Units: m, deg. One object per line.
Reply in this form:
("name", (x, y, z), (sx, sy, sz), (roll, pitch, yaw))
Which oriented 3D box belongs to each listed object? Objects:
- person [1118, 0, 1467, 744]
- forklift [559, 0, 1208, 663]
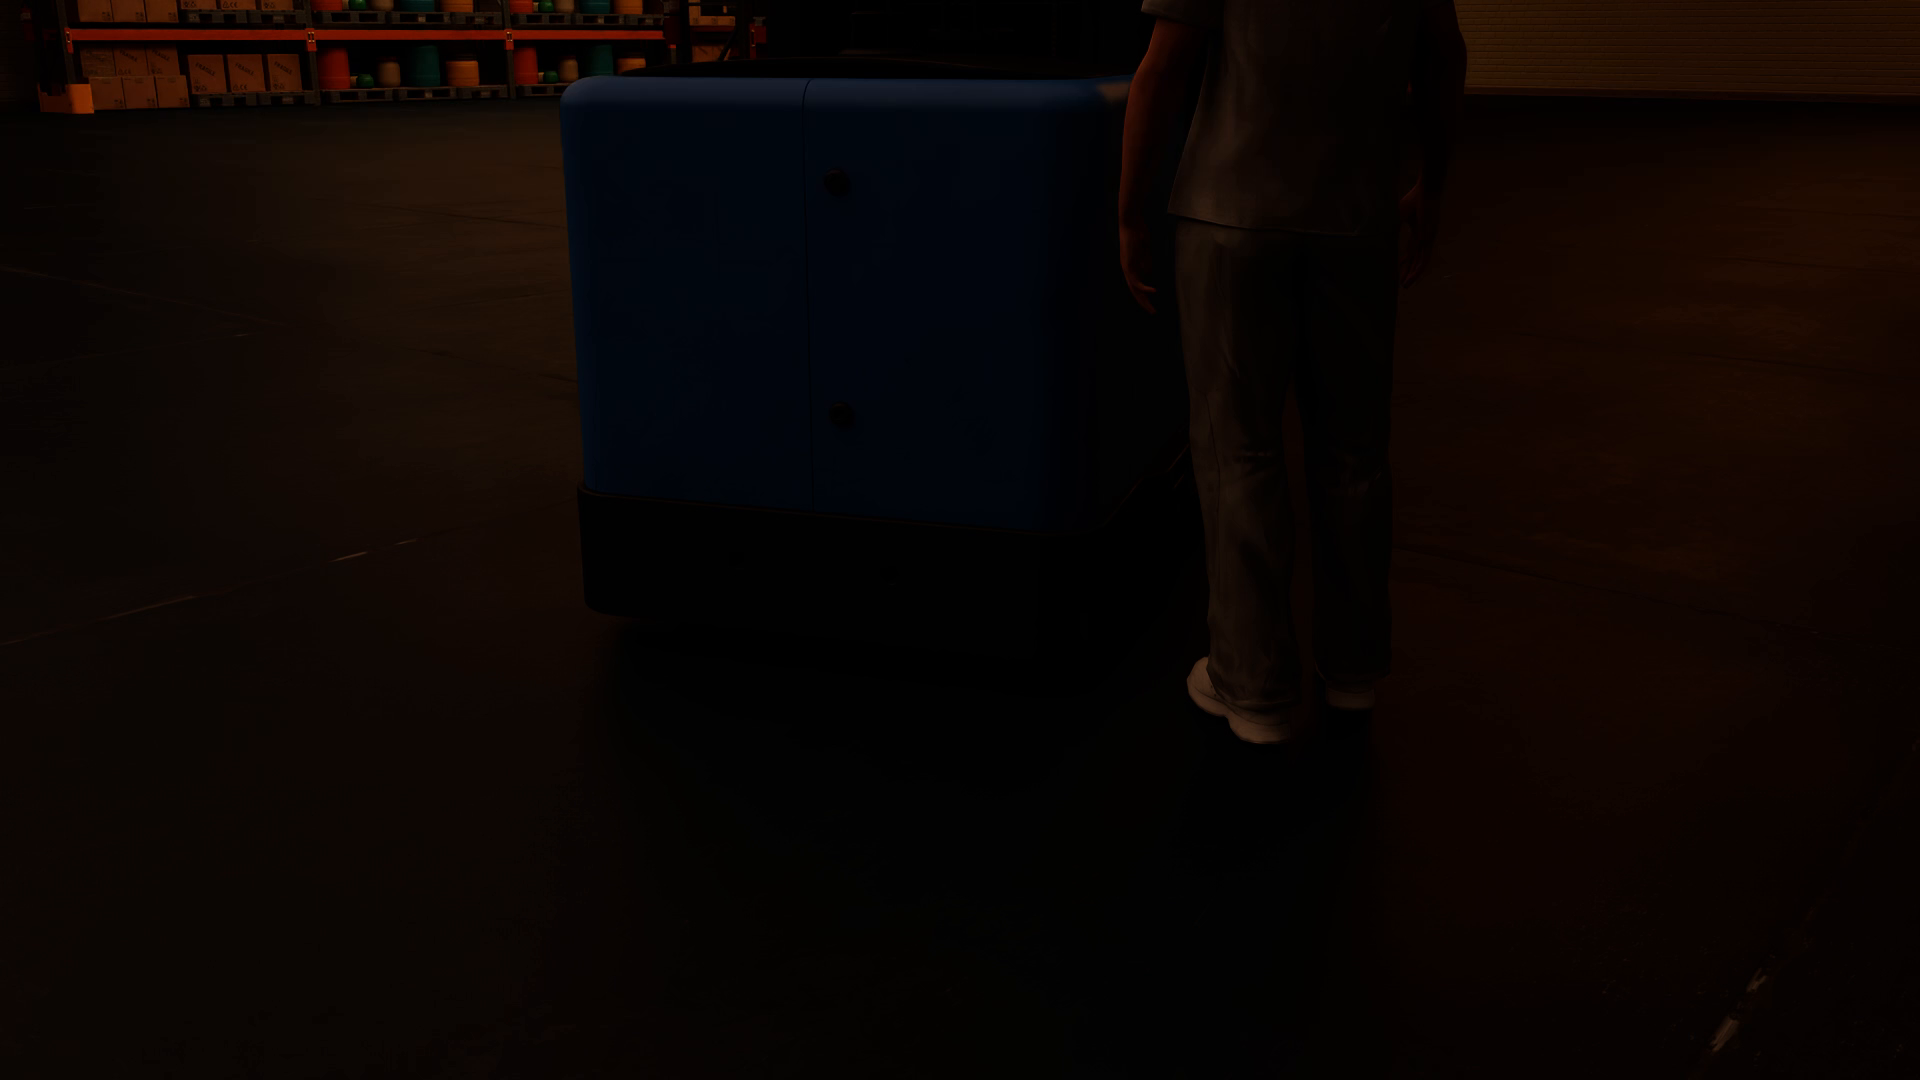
("person", (0.509, -0.492, 2.651), (0.549, 1.676, 0.549), (-2, 17, -6))
("forklift", (0.182, -1.571, 4.072), (1.130, 2.935, 3.031), (5, 18, 17))
